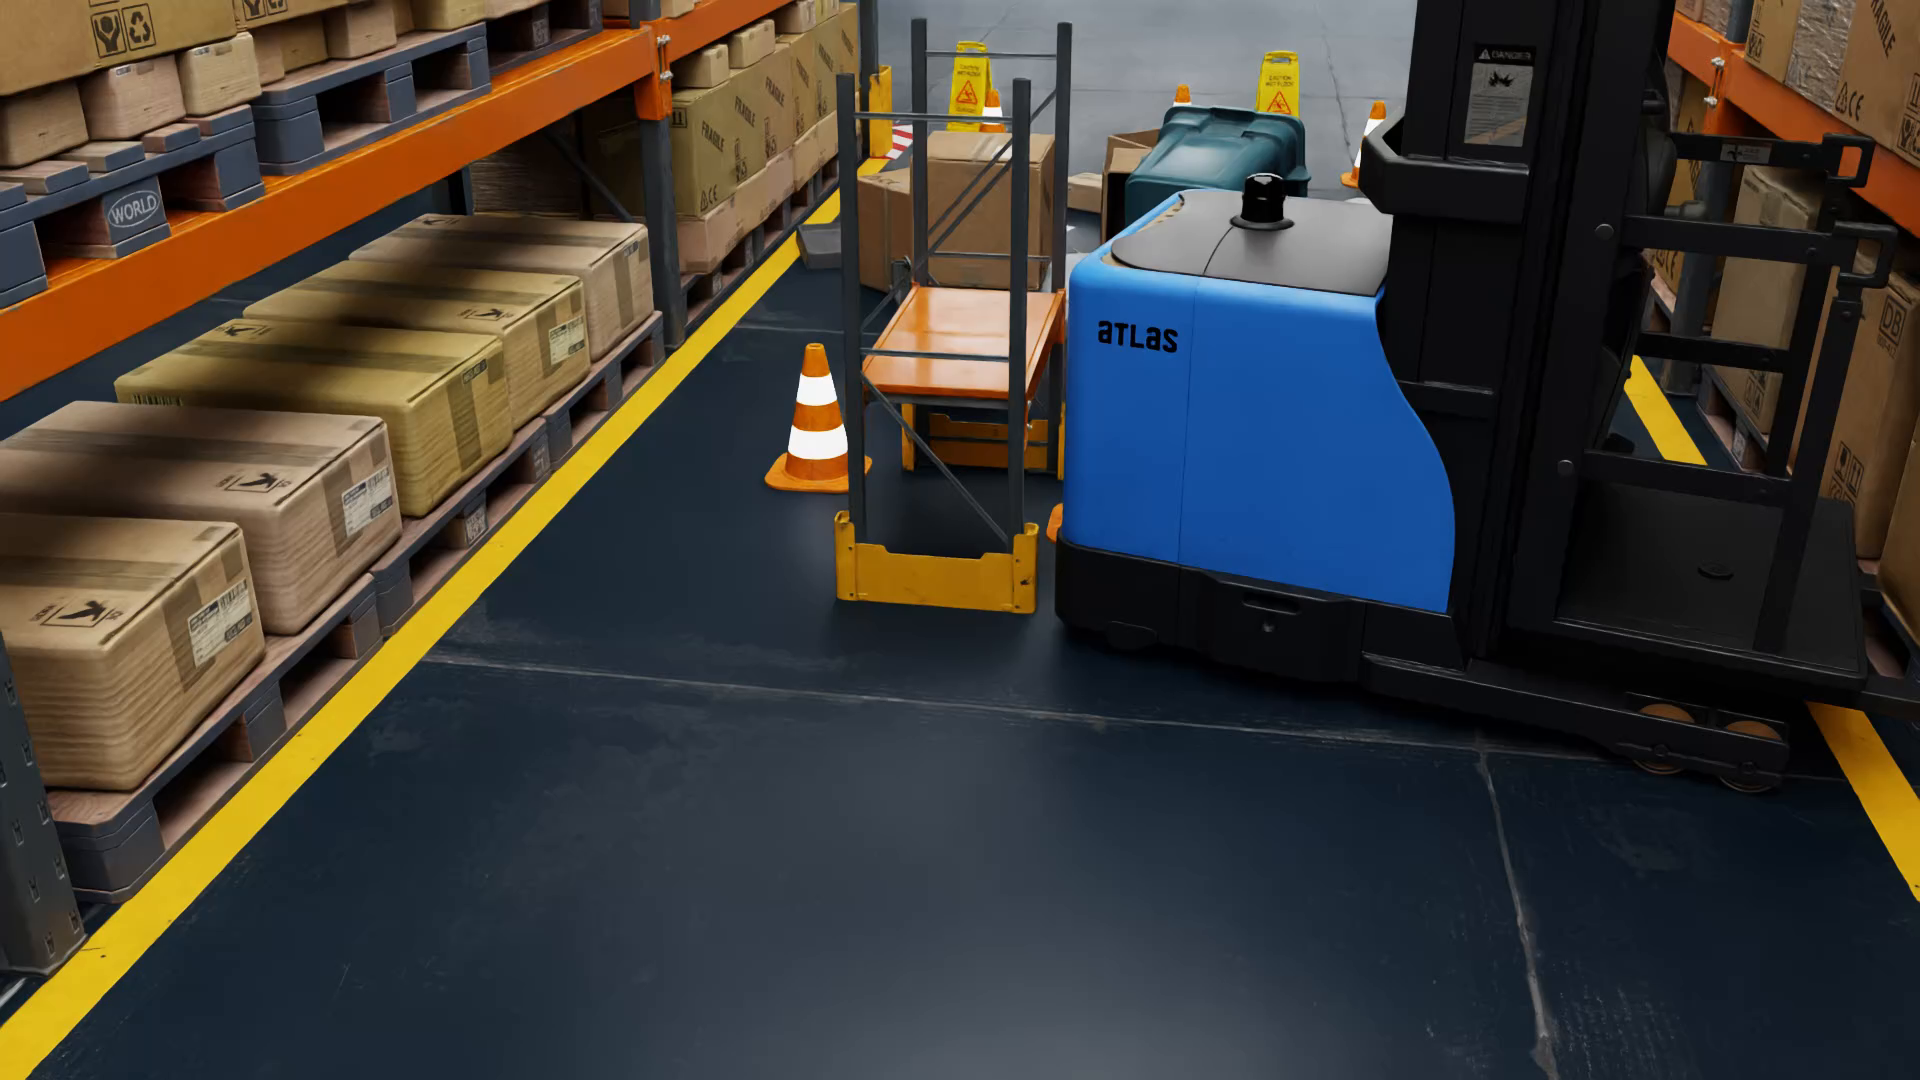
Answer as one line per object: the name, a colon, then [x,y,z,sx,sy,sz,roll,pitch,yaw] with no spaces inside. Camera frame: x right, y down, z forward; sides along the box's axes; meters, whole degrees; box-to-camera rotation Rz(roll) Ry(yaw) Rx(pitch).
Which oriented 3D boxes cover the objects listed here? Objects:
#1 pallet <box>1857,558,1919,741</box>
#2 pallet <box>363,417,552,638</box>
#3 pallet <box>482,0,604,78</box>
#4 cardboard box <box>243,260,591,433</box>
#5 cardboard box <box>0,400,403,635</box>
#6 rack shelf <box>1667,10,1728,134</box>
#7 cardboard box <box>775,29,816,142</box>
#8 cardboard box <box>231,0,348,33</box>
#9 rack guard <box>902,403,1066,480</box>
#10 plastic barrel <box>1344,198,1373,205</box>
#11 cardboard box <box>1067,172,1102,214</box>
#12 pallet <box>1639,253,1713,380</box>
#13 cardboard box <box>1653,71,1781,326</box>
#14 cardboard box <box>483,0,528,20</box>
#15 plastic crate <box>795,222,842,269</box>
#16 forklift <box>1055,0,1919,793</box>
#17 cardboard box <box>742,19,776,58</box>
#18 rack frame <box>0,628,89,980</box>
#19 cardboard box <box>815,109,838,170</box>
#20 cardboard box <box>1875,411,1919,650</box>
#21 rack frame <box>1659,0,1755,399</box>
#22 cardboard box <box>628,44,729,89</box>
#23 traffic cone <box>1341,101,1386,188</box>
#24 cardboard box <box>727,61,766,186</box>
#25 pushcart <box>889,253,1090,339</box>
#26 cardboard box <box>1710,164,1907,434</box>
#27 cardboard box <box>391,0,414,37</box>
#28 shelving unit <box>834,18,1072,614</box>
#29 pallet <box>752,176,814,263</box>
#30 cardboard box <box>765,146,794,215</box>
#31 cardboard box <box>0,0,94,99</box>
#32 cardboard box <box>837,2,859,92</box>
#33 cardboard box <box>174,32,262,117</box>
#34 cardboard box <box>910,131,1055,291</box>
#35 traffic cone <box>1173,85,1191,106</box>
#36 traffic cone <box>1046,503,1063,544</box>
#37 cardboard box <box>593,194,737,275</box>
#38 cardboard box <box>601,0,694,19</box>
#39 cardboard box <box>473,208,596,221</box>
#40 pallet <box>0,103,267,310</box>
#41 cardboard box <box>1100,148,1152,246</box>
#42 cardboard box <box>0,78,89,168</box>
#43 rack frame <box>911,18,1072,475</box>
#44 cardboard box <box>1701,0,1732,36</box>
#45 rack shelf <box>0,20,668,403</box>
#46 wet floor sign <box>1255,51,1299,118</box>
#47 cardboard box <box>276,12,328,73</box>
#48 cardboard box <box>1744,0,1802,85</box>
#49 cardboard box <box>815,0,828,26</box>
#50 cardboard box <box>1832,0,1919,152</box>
pallet: [2.986,0.198,4.577,1.003,0.211,1.213,4,25,9]
pallet: [-1.988,-0.105,5.224,1.003,0.211,1.213,4,25,9]
pallet: [-1.933,-1.809,5.802,1.003,0.211,1.213,4,25,9]
cardboard box: [-1.862,-0.685,5.779,0.950,0.372,0.625,6,26,12]
cardboard box: [-2.104,-0.077,4.480,0.950,0.372,0.625,4,25,8]
rack shelf: [3.562,-2.415,7.720,1.077,0.370,4.000,4,25,9]
cardboard box: [-1.056,-2.380,8.660,0.500,0.500,0.500,3,25,7]
cardboard box: [-1.858,-1.515,3.985,0.500,0.500,0.500,4,25,9]
rack guard: [0.094,-0.353,5.710,0.587,0.250,0.087,4,25,9]
plastic barrel: [1.907,-1.318,7.567,0.421,0.421,0.512,-20,32,-36]
cardboard box: [0.767,-1.899,9.131,0.380,0.149,0.250,19,31,35]
pallet: [3.436,-0.954,7.039,1.003,0.211,1.213,4,25,9]
cardboard box: [3.407,-1.390,6.693,0.875,0.875,0.875,4,25,9]
cardboard box: [-1.582,-1.721,5.189,0.380,0.149,0.250,4,25,9]
plastic crate: [-0.599,-1.482,8.323,0.402,0.080,0.583,-5,25,-10]
forklift: [1.828,-0.982,3.891,3.031,2.935,1.130,11,27,22]
cardboard box: [-1.099,-2.387,7.910,0.380,0.149,0.250,5,26,12]
rack frame: [-2.319,-0.532,2.848,1.000,3.000,0.127,4,25,9]
cardboard box: [-0.970,-2.250,9.267,0.500,0.250,0.500,4,25,9]
cardboard box: [2.909,-0.017,3.906,1.050,0.750,0.750,4,25,9]
rack frame: [3.235,-1.904,5.780,1.000,3.000,0.127,4,25,9]
cardboard box: [-1.223,-2.059,7.210,0.380,0.149,0.250,4,25,9]
traffic cone: [2.401,-2.305,9.628,0.336,0.463,0.334,4,25,9]
cardboard box: [-1.226,-1.942,7.725,0.500,0.500,0.500,5,26,11]
pushcart: [0.592,-0.880,6.686,1.648,0.377,0.936,-5,25,-10]
cardboard box: [3.222,-0.810,5.600,1.050,0.750,0.750,4,25,8]
cardboard box: [-1.802,-1.518,4.756,0.380,0.149,0.250,3,25,7]
shelving unit: [0.012,-0.711,5.000,0.587,1.500,1.083,4,25,9]
pallet: [-1.393,-1.737,8.712,1.003,0.211,1.213,4,25,9]
cardboard box: [-1.142,-1.824,8.357,0.500,0.250,0.500,4,25,8]
cardboard box: [-2.017,-1.074,3.043,0.500,0.500,0.500,3,25,7]
cardboard box: [-0.885,-2.809,9.577,0.500,0.500,0.500,4,25,9]
cardboard box: [-1.847,-1.072,3.804,0.380,0.149,0.250,4,25,9]
cardboard box: [0.096,-1.305,6.555,0.500,0.500,0.500,4,25,9]
traffic cone: [1.342,-2.525,10.099,0.336,0.463,0.334,4,25,9]
traffic cone: [0.453,-0.250,5.238,0.336,0.463,0.334,4,25,9]
cardboard box: [-1.302,-1.378,7.404,0.500,0.250,0.500,3,25,6]
cardboard box: [-1.297,-2.201,6.710,0.380,0.149,0.250,4,25,8]
cardboard box: [-1.834,-1.416,7.484,0.500,0.250,0.500,5,26,11]
pallet: [-2.307,-0.751,3.542,1.213,0.211,1.003,4,25,9]
cardboard box: [1.055,-1.507,7.716,0.797,0.637,0.503,4,25,9]
cardboard box: [-2.003,-0.847,3.323,0.380,0.149,0.250,2,25,5]
rack frame: [0.097,-0.928,5.462,0.500,1.500,0.032,4,25,9]
cardboard box: [3.283,-2.127,6.080,0.875,0.550,0.550,4,25,9]
rack shelf: [-1.992,-1.043,4.788,1.077,0.370,4.000,4,25,9]
wet floor sign: [1.940,-2.660,10.172,0.267,0.644,0.232,0,25,-1]
cardboard box: [-1.877,-1.299,4.289,0.380,0.149,0.250,5,26,11]
cardboard box: [2.884,-1.748,5.329,0.500,0.500,0.500,4,25,9]
cardboard box: [-0.923,-2.840,8.877,0.380,0.149,0.250,4,25,9]
cardboard box: [2.717,-1.328,4.431,0.500,0.500,0.500,4,25,8]
